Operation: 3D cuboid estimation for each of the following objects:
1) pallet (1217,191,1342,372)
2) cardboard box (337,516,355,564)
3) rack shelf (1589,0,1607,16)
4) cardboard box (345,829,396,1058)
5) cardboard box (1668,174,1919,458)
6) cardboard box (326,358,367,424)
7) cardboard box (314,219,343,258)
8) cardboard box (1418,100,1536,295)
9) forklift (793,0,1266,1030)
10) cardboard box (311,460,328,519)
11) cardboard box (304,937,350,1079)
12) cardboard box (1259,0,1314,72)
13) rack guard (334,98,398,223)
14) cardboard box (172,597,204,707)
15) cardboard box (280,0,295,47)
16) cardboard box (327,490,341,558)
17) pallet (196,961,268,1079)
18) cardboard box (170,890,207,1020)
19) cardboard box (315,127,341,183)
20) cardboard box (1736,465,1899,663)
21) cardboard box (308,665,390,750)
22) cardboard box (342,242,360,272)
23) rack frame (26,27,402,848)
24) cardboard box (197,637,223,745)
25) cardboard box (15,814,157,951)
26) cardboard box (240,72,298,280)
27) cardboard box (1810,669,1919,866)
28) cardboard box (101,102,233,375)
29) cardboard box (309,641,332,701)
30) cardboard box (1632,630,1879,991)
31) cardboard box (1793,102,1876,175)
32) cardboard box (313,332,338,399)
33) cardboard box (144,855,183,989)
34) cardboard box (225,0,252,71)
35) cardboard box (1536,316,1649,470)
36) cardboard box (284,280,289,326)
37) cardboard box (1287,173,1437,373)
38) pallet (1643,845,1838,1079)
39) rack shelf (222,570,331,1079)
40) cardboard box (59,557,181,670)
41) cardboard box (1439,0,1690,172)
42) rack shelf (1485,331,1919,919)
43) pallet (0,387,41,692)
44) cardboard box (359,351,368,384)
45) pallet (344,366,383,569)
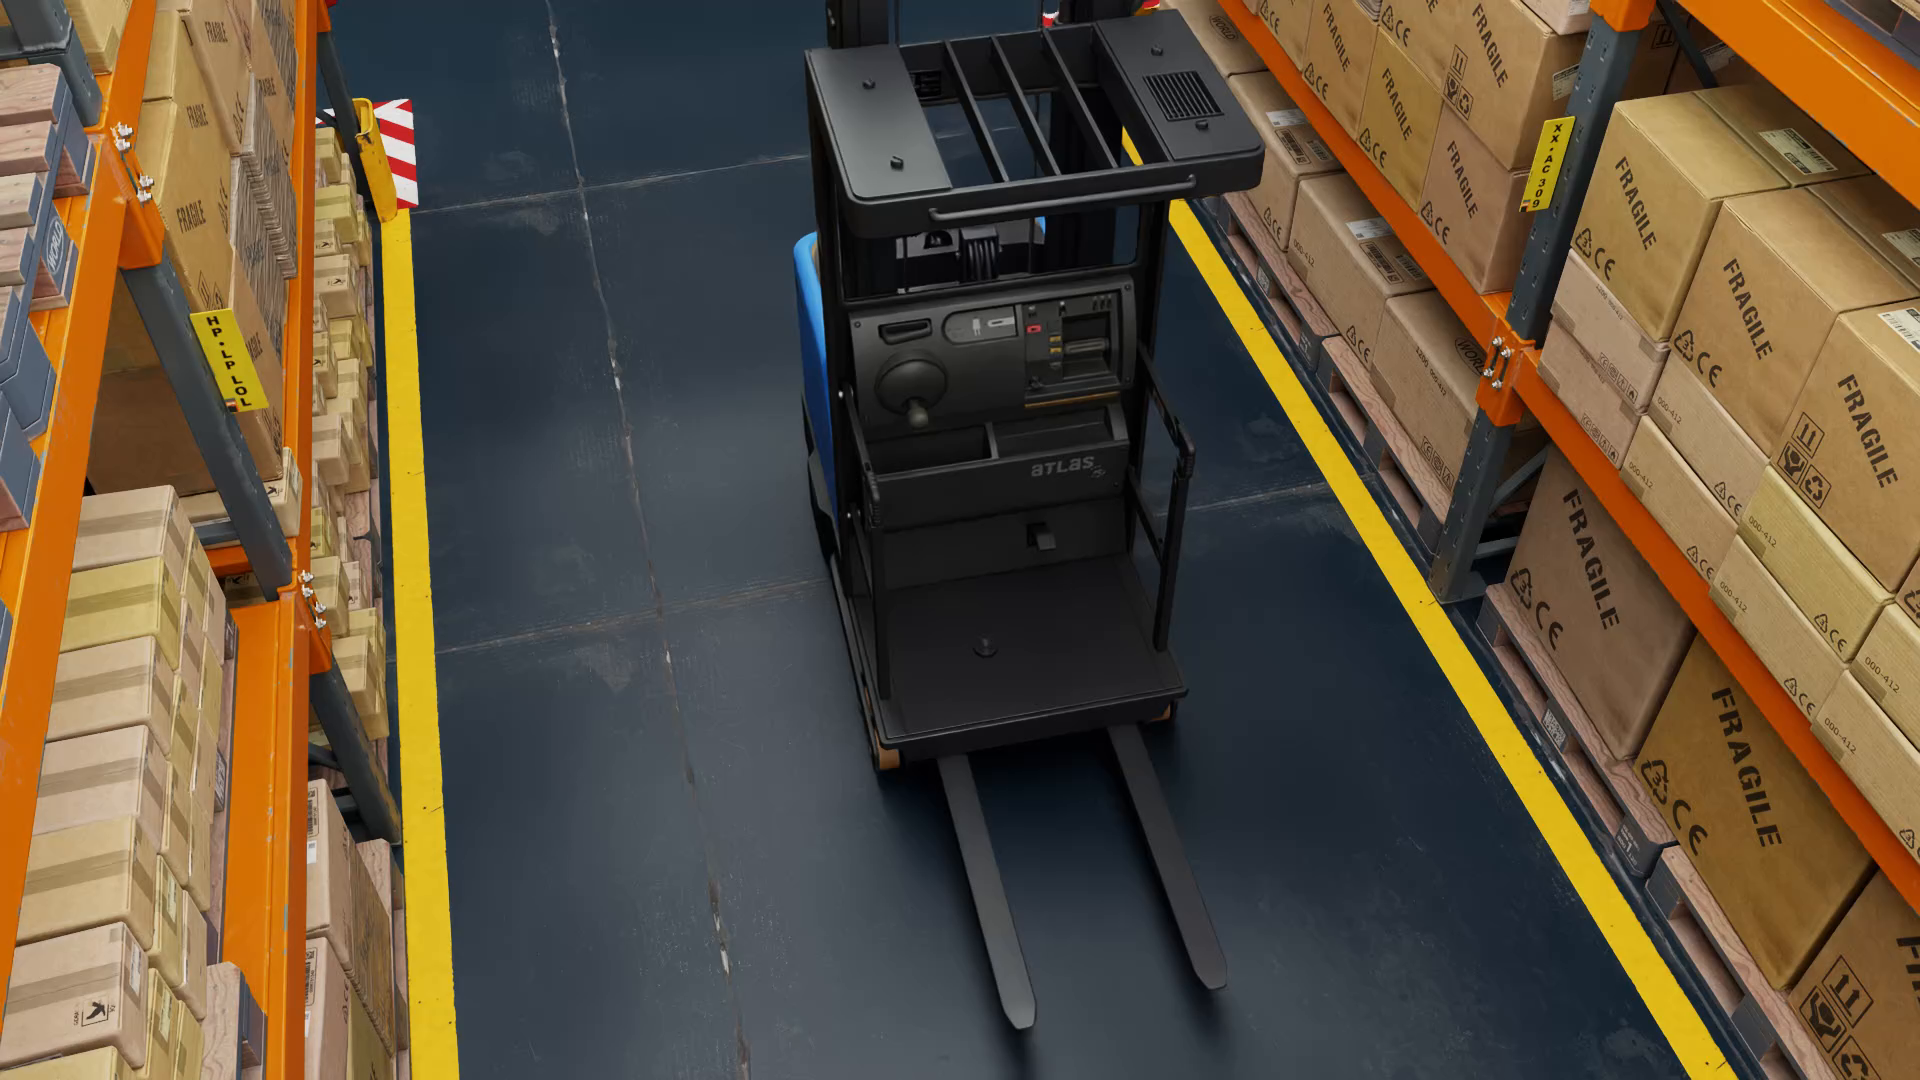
[{"bbox_3d":[1.907,-1.332,7.907,1.003,0.211,1.213,-11,47,-10],"label":"pallet"},{"bbox_3d":[-2.495,0.079,6.274,0.380,0.149,0.250,-12,47,-11],"label":"cardboard box"},{"bbox_3d":[1.830,-3.103,6.095,1.077,0.370,4.000,-11,47,-10],"label":"rack shelf"},{"bbox_3d":[-1.984,1.243,4.888,0.500,0.500,0.500,-12,47,-11],"label":"cardboard box"},{"bbox_3d":[2.334,-0.607,4.474,0.500,0.500,0.500,-11,47,-11],"label":"cardboard box"},{"bbox_3d":[-2.605,-0.573,6.705,0.380,0.149,0.250,-10,46,-10],"label":"cardboard box"},{"bbox_3d":[-2.858,-1.220,7.131,0.380,0.149,0.250,-12,47,-12],"label":"cardboard box"},{"bbox_3d":[1.976,-1.233,5.788,0.500,0.500,0.500,-10,46,-10],"label":"cardboard box"},{"bbox_3d":[0.163,-0.505,5.193,1.130,2.935,3.031,-9,46,-9],"label":"forklift"},{"bbox_3d":[-2.520,-0.125,6.058,0.380,0.149,0.250,-12,47,-11],"label":"cardboard box"},{"bbox_3d":[-1.863,1.341,4.267,0.500,0.250,0.500,-9,46,-8],"label":"cardboard box"},{"bbox_3d":[1.577,-2.296,6.830,0.500,0.500,0.500,-9,46,-9],"label":"cardboard box"},{"bbox_3d":[-3.422,-1.784,8.148,1.175,0.500,0.348,-11,47,-10],"label":"rack guard"},{"bbox_3d":[-2.056,0.307,4.022,0.380,0.149,0.250,-10,46,-10],"label":"cardboard box"},{"bbox_3d":[-2.951,-2.231,6.558,0.500,0.500,0.500,-11,47,-11],"label":"cardboard box"},{"bbox_3d":[-2.516,-0.019,6.162,0.380,0.149,0.250,-13,47,-12],"label":"cardboard box"},{"bbox_3d":[-1.940,1.520,3.295,1.003,0.211,1.213,-11,47,-10],"label":"pallet"},{"bbox_3d":[-1.855,0.945,3.605,0.380,0.149,0.250,-13,47,-12],"label":"cardboard box"},{"bbox_3d":[-3.061,-1.750,7.650,0.380,0.149,0.250,-10,46,-10],"label":"cardboard box"},{"bbox_3d":[2.446,0.016,4.389,0.500,0.250,0.500,-10,46,-10],"label":"cardboard box"},{"bbox_3d":[-2.200,0.591,5.773,0.380,0.149,0.250,-13,47,-12],"label":"cardboard box"},{"bbox_3d":[-2.896,-1.294,7.412,0.380,0.149,0.250,-12,47,-12],"label":"cardboard box"},{"bbox_3d":[-2.417,0.050,4.600,1.000,3.000,0.127,-11,47,-10],"label":"rack frame"},{"bbox_3d":[-2.057,0.409,4.131,0.380,0.149,0.250,-10,47,-10],"label":"cardboard box"},{"bbox_3d":[-1.865,0.740,3.390,0.380,0.149,0.250,-12,47,-12],"label":"cardboard box"},{"bbox_3d":[-2.528,-1.171,5.520,0.500,0.500,0.500,-12,47,-11],"label":"cardboard box"},{"bbox_3d":[2.568,0.541,4.225,0.500,0.250,0.500,-11,47,-11],"label":"cardboard box"},{"bbox_3d":[-2.297,-0.795,4.450,0.500,0.500,0.500,-10,46,-9],"label":"cardboard box"},{"bbox_3d":[-2.305,0.417,5.526,0.380,0.149,0.250,-9,46,-9],"label":"cardboard box"},{"bbox_3d":[2.817,0.708,5.150,0.875,0.875,0.875,-9,46,-9],"label":"cardboard box"},{"bbox_3d":[2.699,-1.047,4.906,0.500,0.500,0.500,-9,46,-9],"label":"cardboard box"},{"bbox_3d":[-2.681,-0.666,6.588,0.380,0.149,0.250,-10,47,-10],"label":"cardboard box"},{"bbox_3d":[-1.856,0.847,3.493,0.380,0.149,0.250,-13,47,-12],"label":"cardboard box"},{"bbox_3d":[-2.674,-1.858,5.492,0.500,0.500,0.500,-12,47,-12],"label":"cardboard box"},{"bbox_3d":[2.199,-0.520,5.264,0.500,0.250,0.500,-12,47,-11],"label":"cardboard box"},{"bbox_3d":[-2.496,-0.831,5.640,0.380,0.149,0.250,-10,46,-10],"label":"cardboard box"},{"bbox_3d":[2.055,-1.246,7.371,0.875,0.438,0.875,-12,47,-11],"label":"cardboard box"},{"bbox_3d":[2.928,1.414,5.216,1.003,0.211,1.213,-11,47,-10],"label":"pallet"},{"bbox_3d":[-1.905,1.683,3.504,1.077,0.370,4.000,-11,47,-10],"label":"rack shelf"},{"bbox_3d":[-2.056,0.210,3.909,0.380,0.149,0.250,-12,47,-12],"label":"cardboard box"},{"bbox_3d":[1.954,-1.585,5.433,0.500,0.500,0.500,-11,47,-11],"label":"cardboard box"},{"bbox_3d":[2.854,0.708,4.460,1.077,0.370,4.000,-11,47,-10],"label":"rack shelf"},{"bbox_3d":[-2.094,0.227,2.458,1.213,0.211,1.003,-11,47,-10],"label":"pallet"},{"bbox_3d":[-2.705,-0.653,6.992,0.380,0.149,0.250,-10,46,-10],"label":"cardboard box"},{"bbox_3d":[-2.939,-0.275,6.871,1.003,0.211,1.213,-11,47,-10],"label":"pallet"}]
